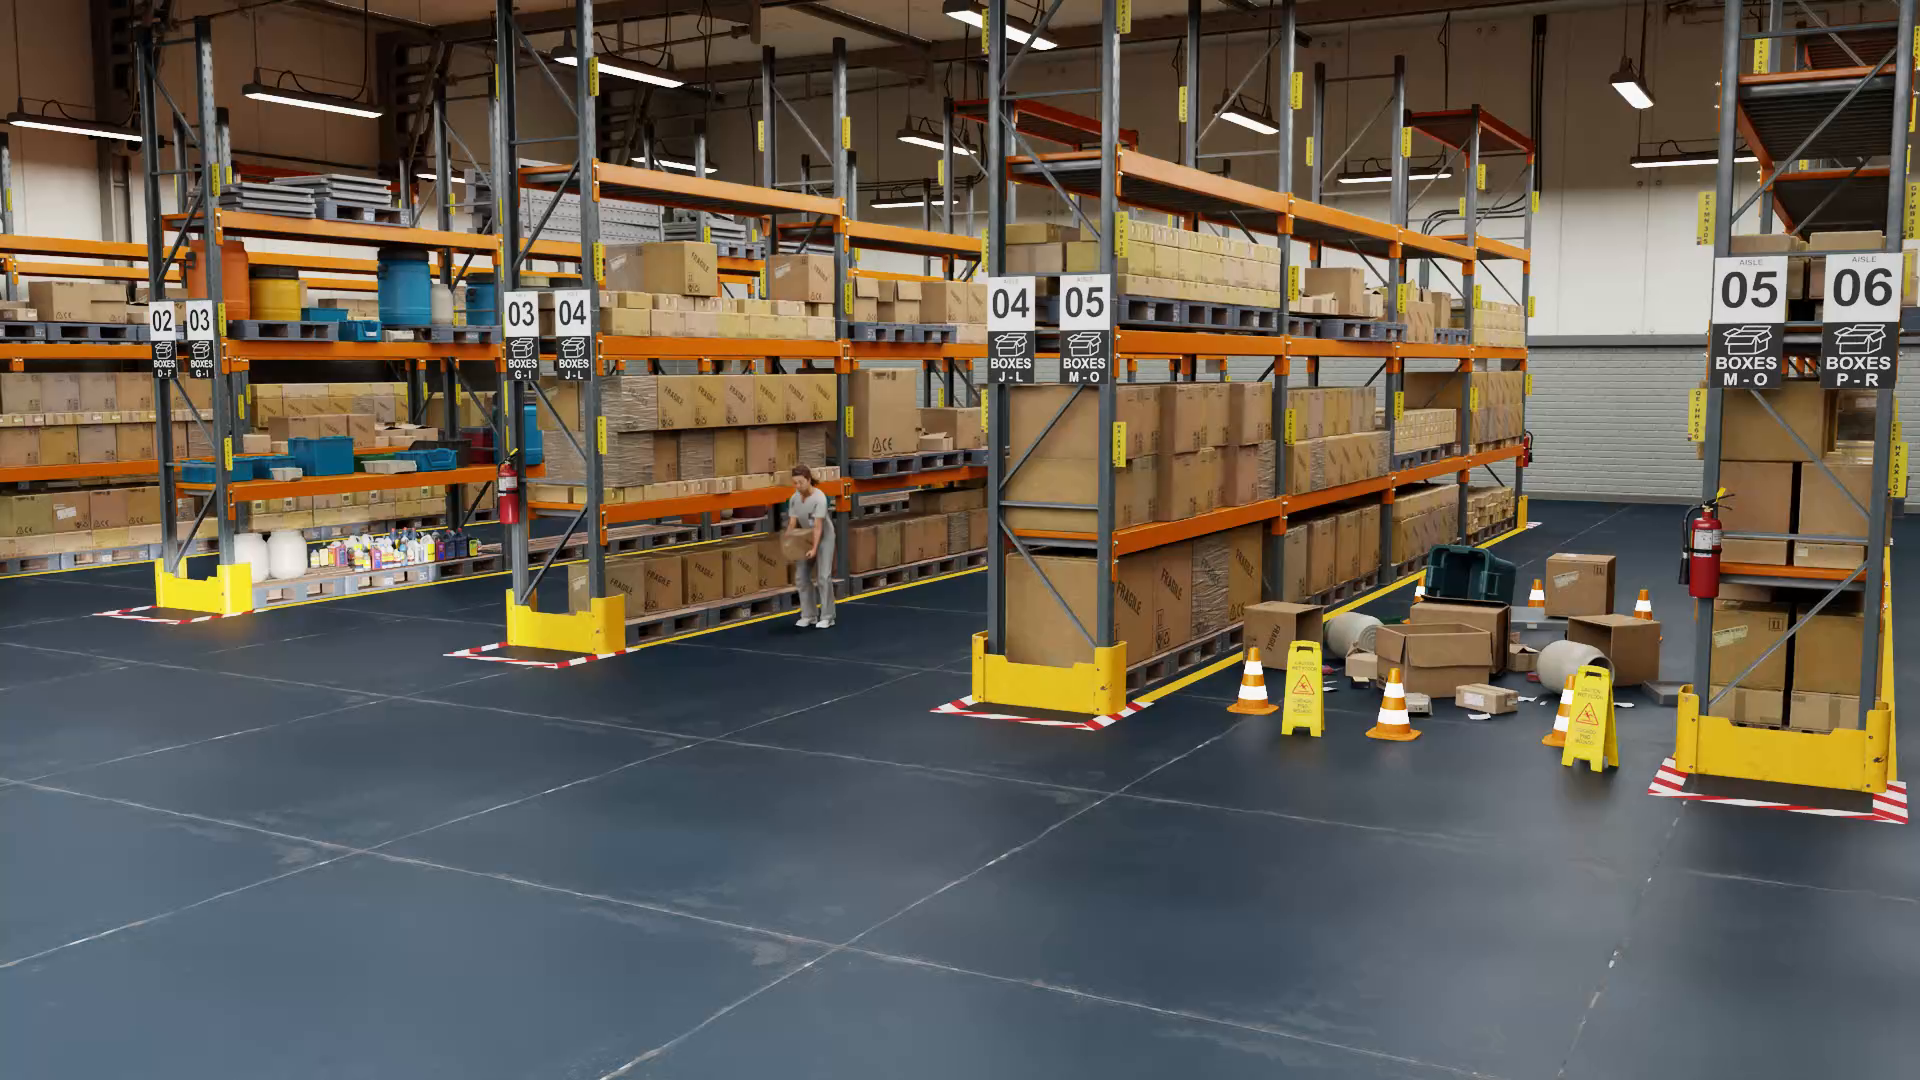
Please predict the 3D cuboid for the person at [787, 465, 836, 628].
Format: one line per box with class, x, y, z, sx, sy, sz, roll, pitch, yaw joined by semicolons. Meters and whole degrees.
person;-1.446;0.062;16.150;0.403;1.597;0.545;3;7;28
